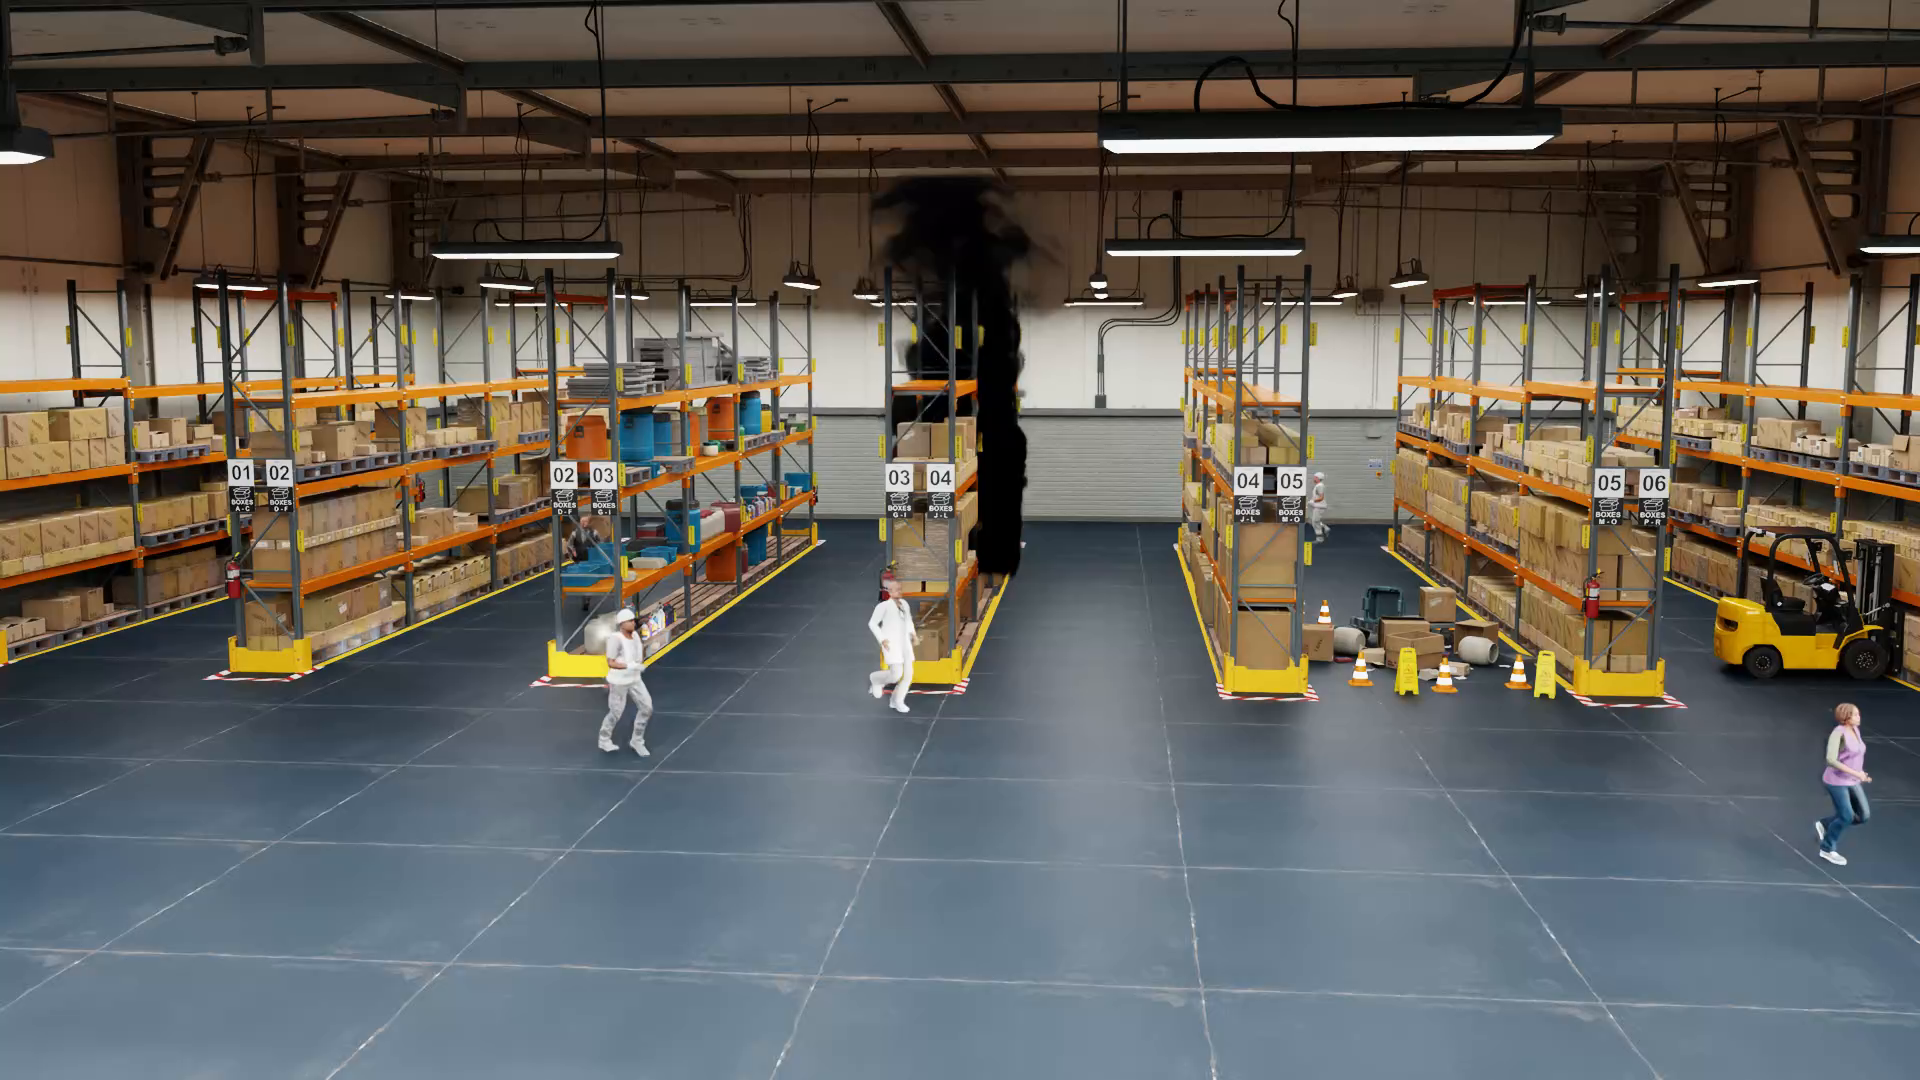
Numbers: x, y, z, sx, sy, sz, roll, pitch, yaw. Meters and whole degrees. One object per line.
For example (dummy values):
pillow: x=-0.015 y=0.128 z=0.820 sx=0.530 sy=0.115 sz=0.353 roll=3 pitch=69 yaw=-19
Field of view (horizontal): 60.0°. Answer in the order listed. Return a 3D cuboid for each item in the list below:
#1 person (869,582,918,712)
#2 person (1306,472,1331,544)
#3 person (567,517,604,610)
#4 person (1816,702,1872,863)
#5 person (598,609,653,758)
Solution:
person: x=-0.897 y=1.426 z=22.522 sx=0.726 sy=1.740 sz=0.681 roll=-7 pitch=10 yaw=-43
person: x=8.750 y=-0.778 z=40.512 sx=0.632 sy=1.752 sz=0.644 roll=1 pitch=7 yaw=9
person: x=-6.921 y=0.414 z=30.731 sx=0.670 sy=1.695 sz=0.880 roll=-1 pitch=7 yaw=-5
person: x=8.444 y=2.314 z=15.859 sx=0.570 sy=1.560 sz=0.562 roll=-5 pitch=8 yaw=-35
person: x=-3.993 y=1.720 z=19.861 sx=0.805 sy=1.817 sz=0.619 roll=4 pitch=8 yaw=32
